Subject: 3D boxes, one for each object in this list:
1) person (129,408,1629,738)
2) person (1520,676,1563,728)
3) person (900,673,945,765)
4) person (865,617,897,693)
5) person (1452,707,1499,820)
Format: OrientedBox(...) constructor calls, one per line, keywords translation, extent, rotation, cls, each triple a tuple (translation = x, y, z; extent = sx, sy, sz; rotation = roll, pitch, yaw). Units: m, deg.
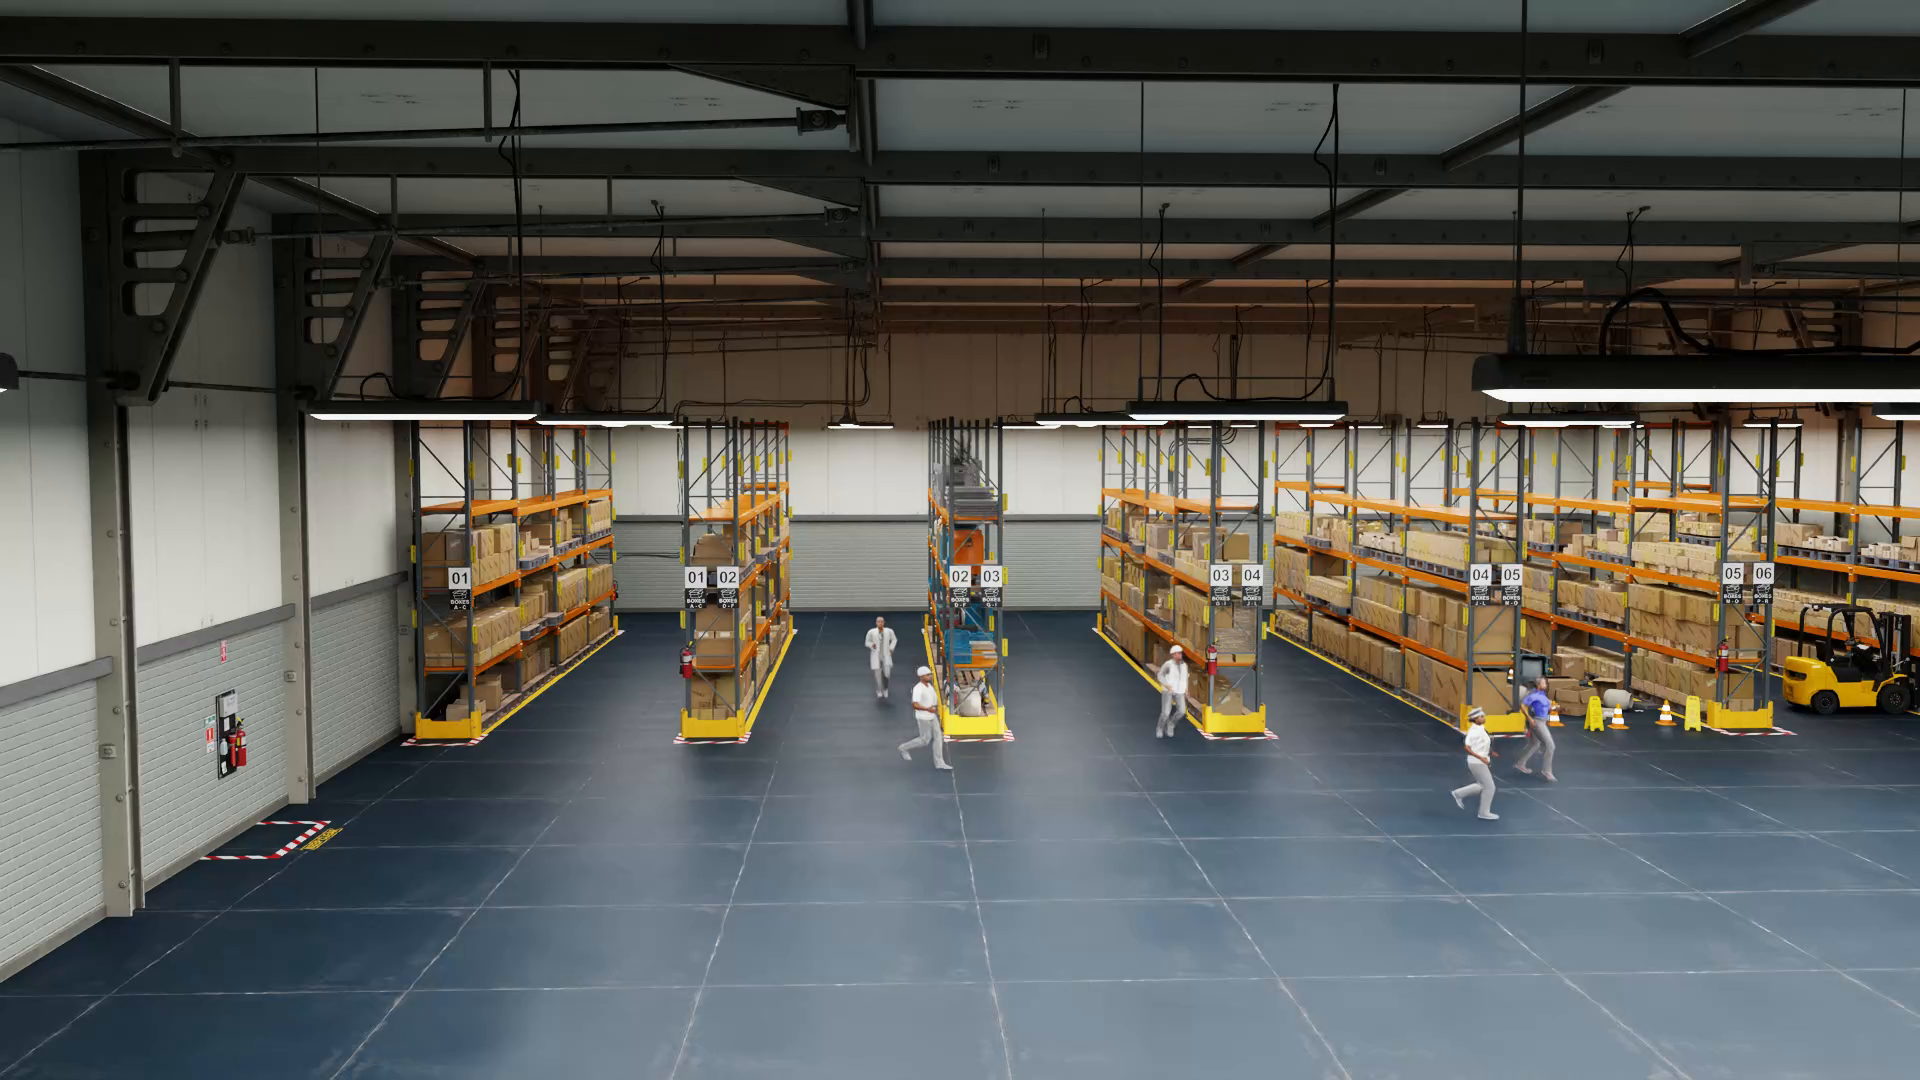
OrientedBox(translation=(1.130, 0.979, 26.757), extent=(25.744, 6.000, 6.799), rotation=(-1, 4, -18), cls="person")
OrientedBox(translation=(9.544, 2.669, 27.280), extent=(0.637, 0.825, 0.334), rotation=(2, 4, 28), cls="person")
OrientedBox(translation=(-0.623, 2.993, 28.222), extent=(0.775, 1.634, 0.713), rotation=(2, 4, 23), cls="person")
OrientedBox(translation=(-1.678, 2.481, 35.543), extent=(0.694, 1.671, 0.661), rotation=(0, 4, -6), cls="person")
OrientedBox(translation=(7.639, 3.286, 24.612), extent=(0.681, 1.655, 0.544), rotation=(2, 4, 26), cls="person")
